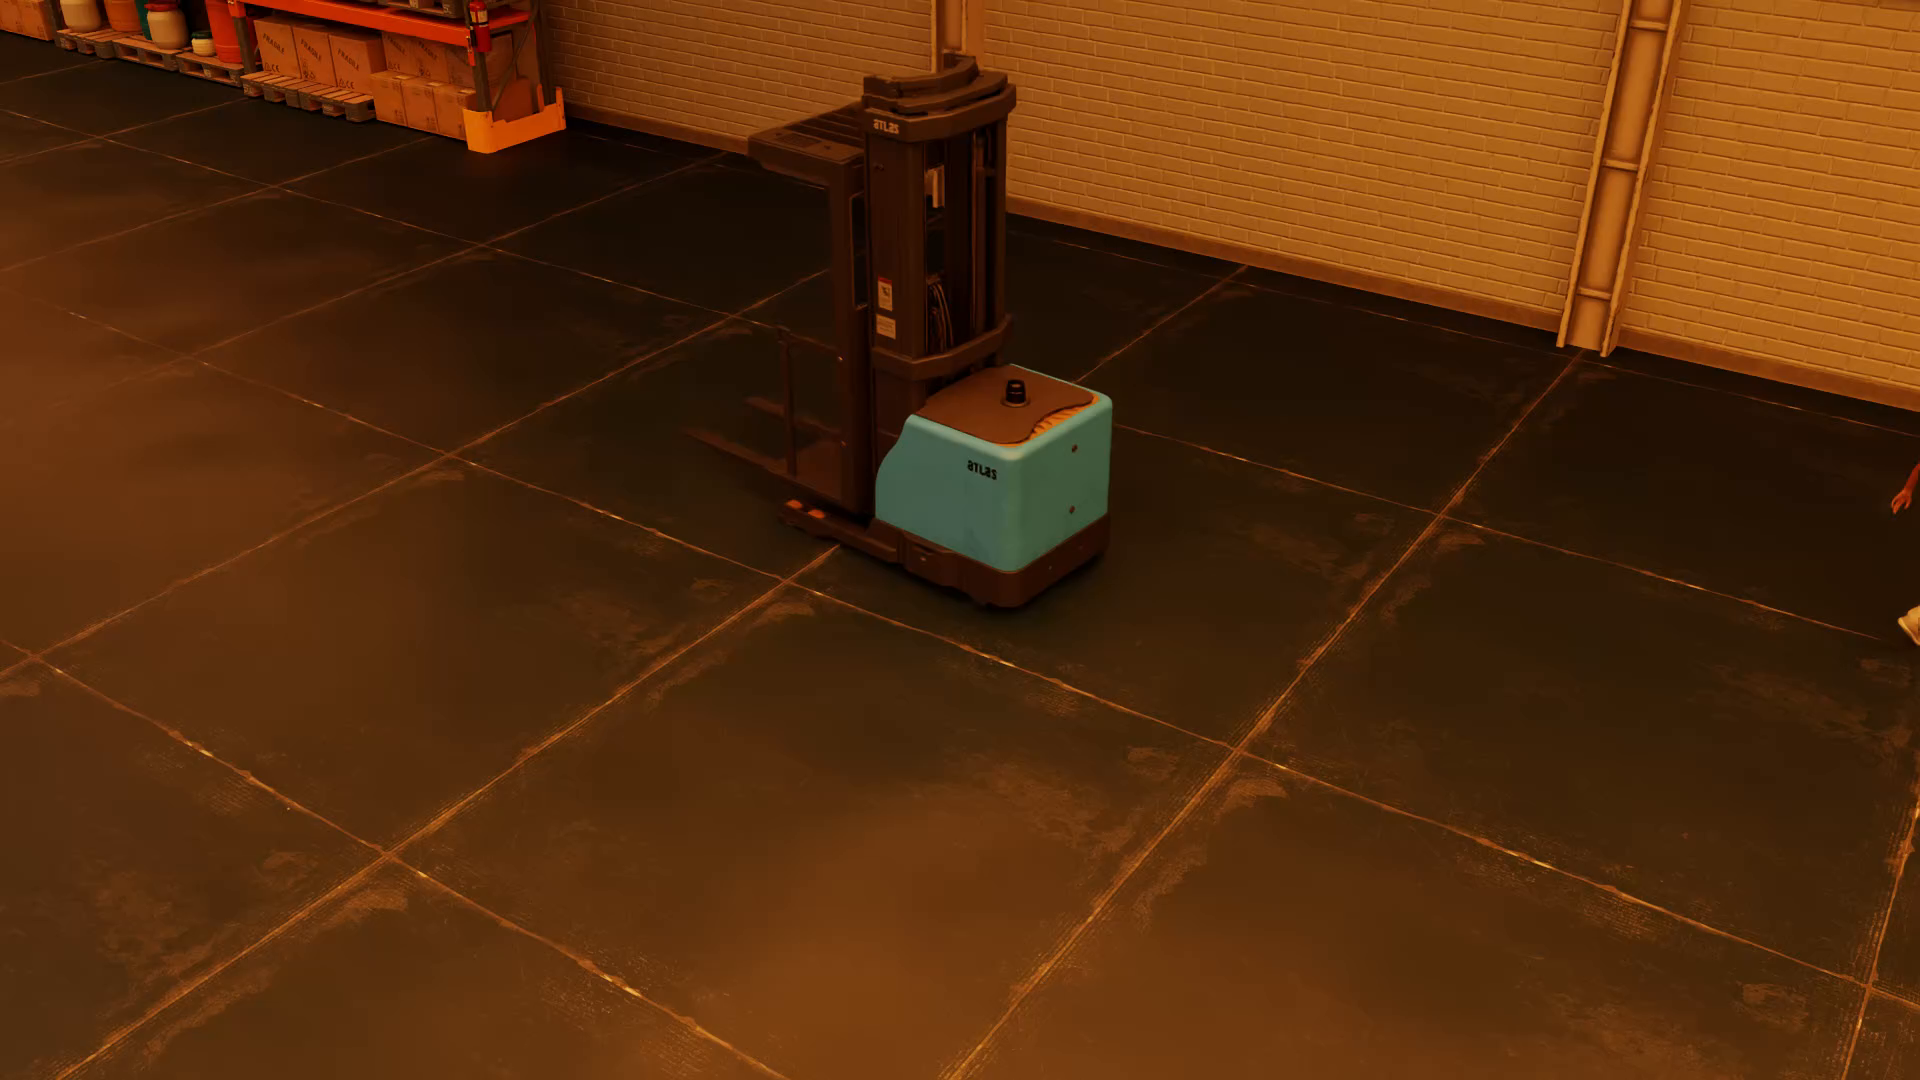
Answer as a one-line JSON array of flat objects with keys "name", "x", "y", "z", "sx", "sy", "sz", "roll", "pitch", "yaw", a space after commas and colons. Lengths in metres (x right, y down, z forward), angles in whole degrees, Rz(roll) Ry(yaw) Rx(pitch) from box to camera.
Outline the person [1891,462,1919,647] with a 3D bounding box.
[{"name": "person", "x": 5.560, "y": -0.133, "z": 9.148, "sx": 0.622, "sy": 1.601, "sz": 0.585, "roll": 0, "pitch": 30, "yaw": 1}]

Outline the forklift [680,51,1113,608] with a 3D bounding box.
[{"name": "forklift", "x": -0.538, "y": -1.475, "z": 10.121, "sx": 3.031, "sy": 2.935, "sz": 1.130, "roll": 23, "pitch": 37, "yaw": 33}]
